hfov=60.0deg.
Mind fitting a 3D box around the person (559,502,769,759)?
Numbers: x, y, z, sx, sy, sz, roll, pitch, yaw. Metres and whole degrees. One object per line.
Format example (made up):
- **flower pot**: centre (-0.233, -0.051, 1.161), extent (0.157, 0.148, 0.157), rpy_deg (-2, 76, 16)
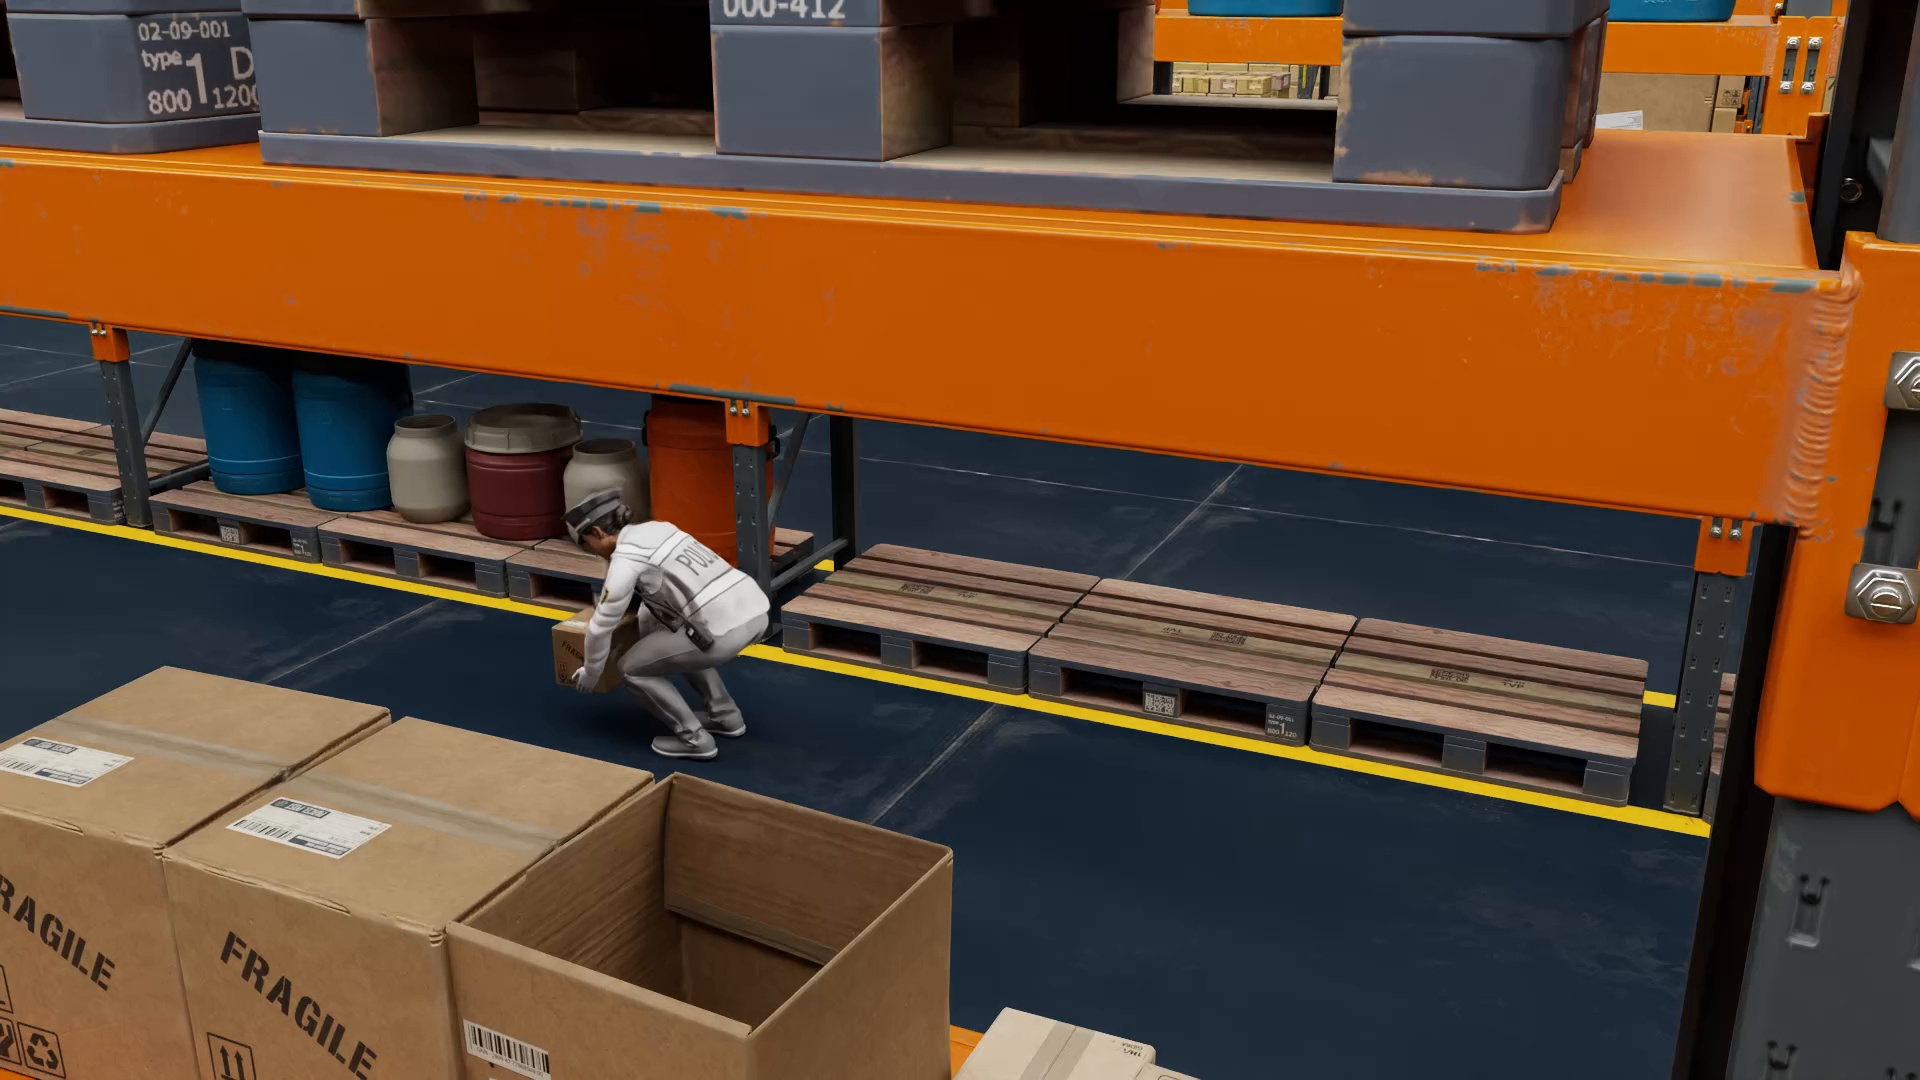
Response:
- **person**: centre (-1.173, 0.349, 6.603), extent (0.819, 0.993, 0.494), rpy_deg (8, 21, 23)
